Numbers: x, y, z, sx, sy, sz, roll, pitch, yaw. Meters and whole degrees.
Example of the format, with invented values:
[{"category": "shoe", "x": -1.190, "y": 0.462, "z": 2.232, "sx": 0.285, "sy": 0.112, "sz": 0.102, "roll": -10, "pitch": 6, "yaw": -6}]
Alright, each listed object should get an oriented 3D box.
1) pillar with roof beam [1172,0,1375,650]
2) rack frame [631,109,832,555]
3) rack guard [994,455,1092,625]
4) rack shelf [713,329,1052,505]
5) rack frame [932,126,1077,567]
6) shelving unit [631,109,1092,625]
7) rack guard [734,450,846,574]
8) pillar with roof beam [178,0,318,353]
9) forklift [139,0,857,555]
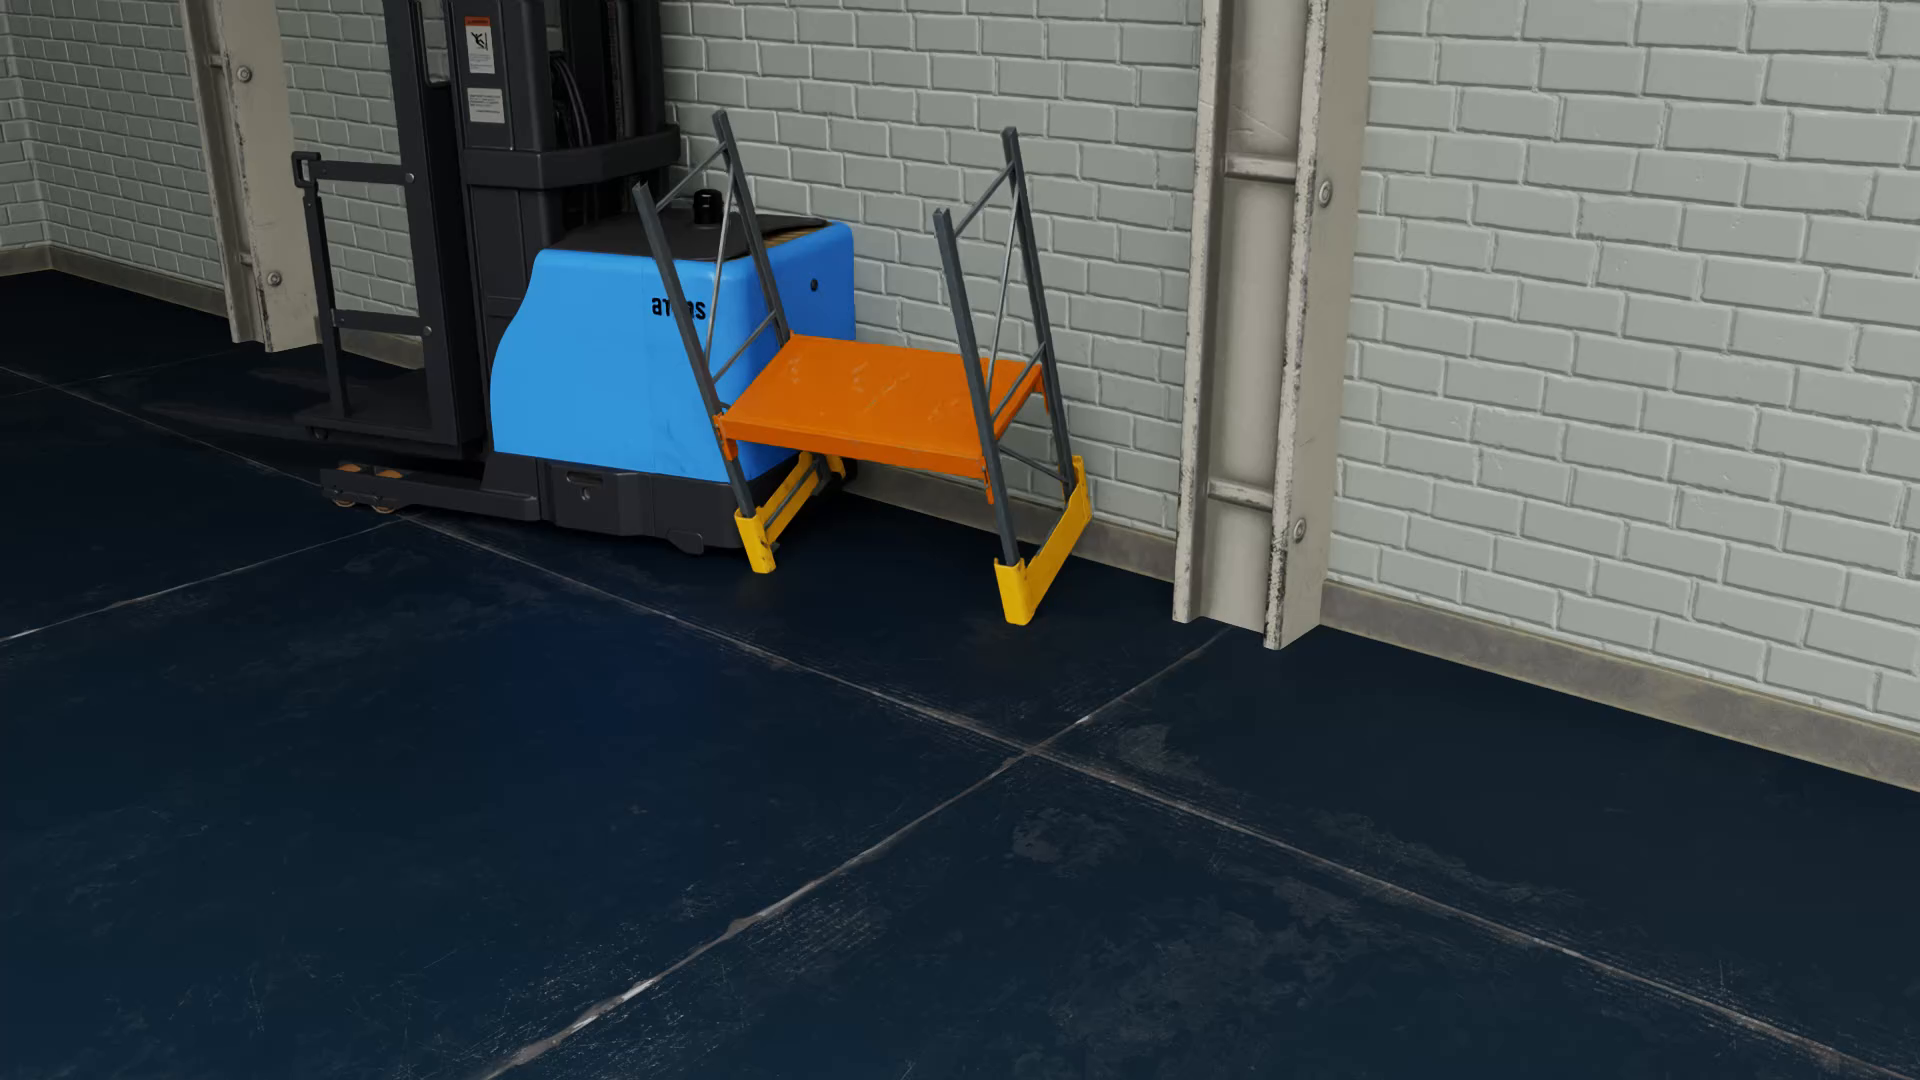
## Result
[{"category": "pillar with roof beam", "x": -1.776, "y": -2.771, "z": 0.763, "sx": 0.400, "sy": 9.000, "sz": 9.100, "roll": 16, "pitch": 26, "yaw": 36}, {"category": "rack frame", "x": -0.728, "y": -0.638, "z": 5.578, "sx": 0.032, "sy": 1.500, "sz": 0.500, "roll": 10, "pitch": 45, "yaw": 26}, {"category": "rack guard", "x": 0.283, "y": -0.007, "z": 5.538, "sx": 0.087, "sy": 0.250, "sz": 0.587, "roll": 10, "pitch": 45, "yaw": 26}, {"category": "rack shelf", "x": -0.245, "y": -0.422, "z": 5.473, "sx": 1.000, "sy": 0.185, "sz": 0.538, "roll": 10, "pitch": 45, "yaw": 26}, {"category": "rack frame", "x": 0.175, "y": -0.477, "z": 5.139, "sx": 0.032, "sy": 1.500, "sz": 0.500, "roll": 10, "pitch": 45, "yaw": 26}, {"category": "shelving unit", "x": -0.269, "y": -0.556, "z": 5.355, "sx": 1.083, "sy": 1.500, "sz": 0.587, "roll": 10, "pitch": 45, "yaw": 26}, {"category": "rack guard", "x": -0.602, "y": -0.166, "z": 5.967, "sx": 0.087, "sy": 0.250, "sz": 0.587, "roll": 10, "pitch": 45, "yaw": 26}, {"category": "pillar with roof beam", "x": -6.424, "y": -4.110, "z": 4.312, "sx": 0.400, "sy": 9.000, "sz": 9.100, "roll": 16, "pitch": 26, "yaw": 36}, {"category": "forklift", "x": -1.949, "y": -1.635, "z": 6.351, "sx": 3.031, "sy": 2.935, "sz": 1.130, "roll": 8, "pitch": 22, "yaw": 21}]
